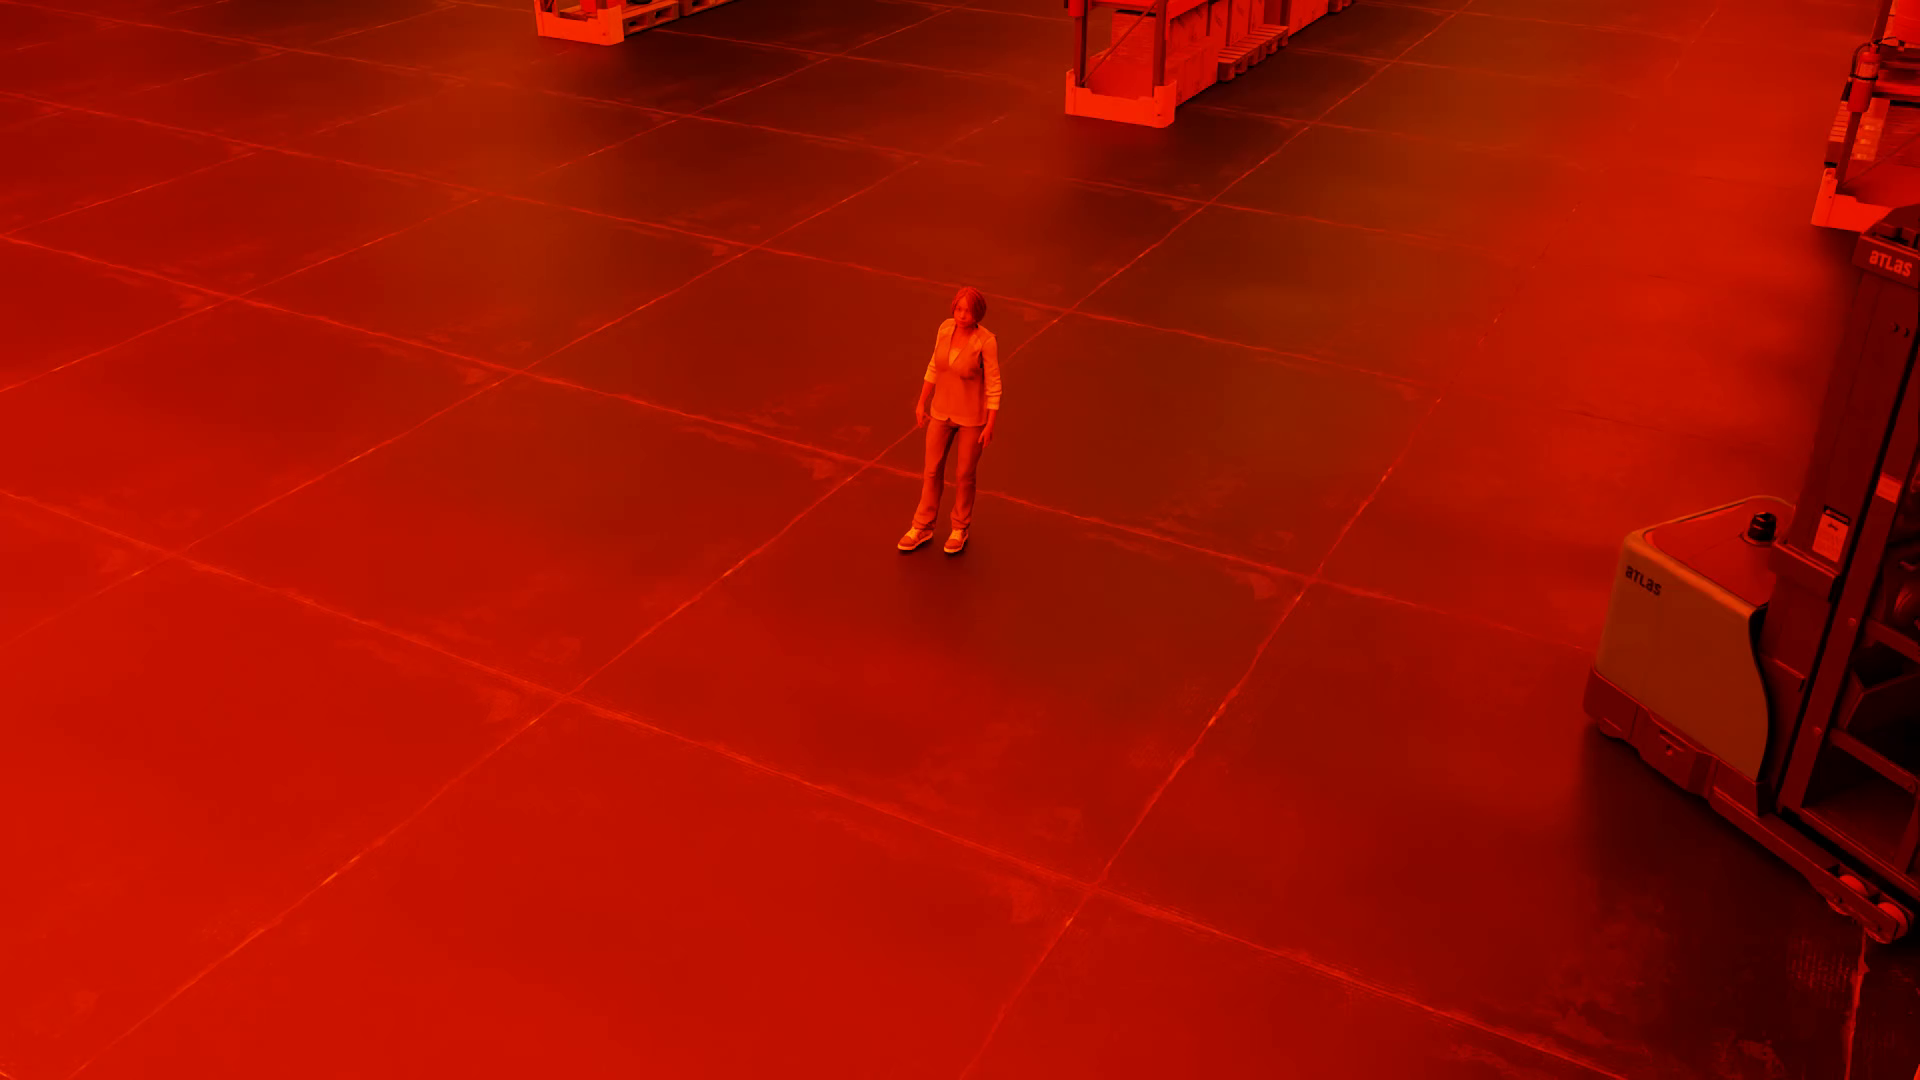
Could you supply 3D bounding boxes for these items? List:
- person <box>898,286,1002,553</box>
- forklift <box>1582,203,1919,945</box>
[{"bbox_3d":[-0.048,-0.669,9.550,0.520,1.597,0.475,15,33,25],"label":"person"},{"bbox_3d":[4.241,0.183,6.753,1.130,2.935,3.031,-14,33,-22],"label":"forklift"}]
